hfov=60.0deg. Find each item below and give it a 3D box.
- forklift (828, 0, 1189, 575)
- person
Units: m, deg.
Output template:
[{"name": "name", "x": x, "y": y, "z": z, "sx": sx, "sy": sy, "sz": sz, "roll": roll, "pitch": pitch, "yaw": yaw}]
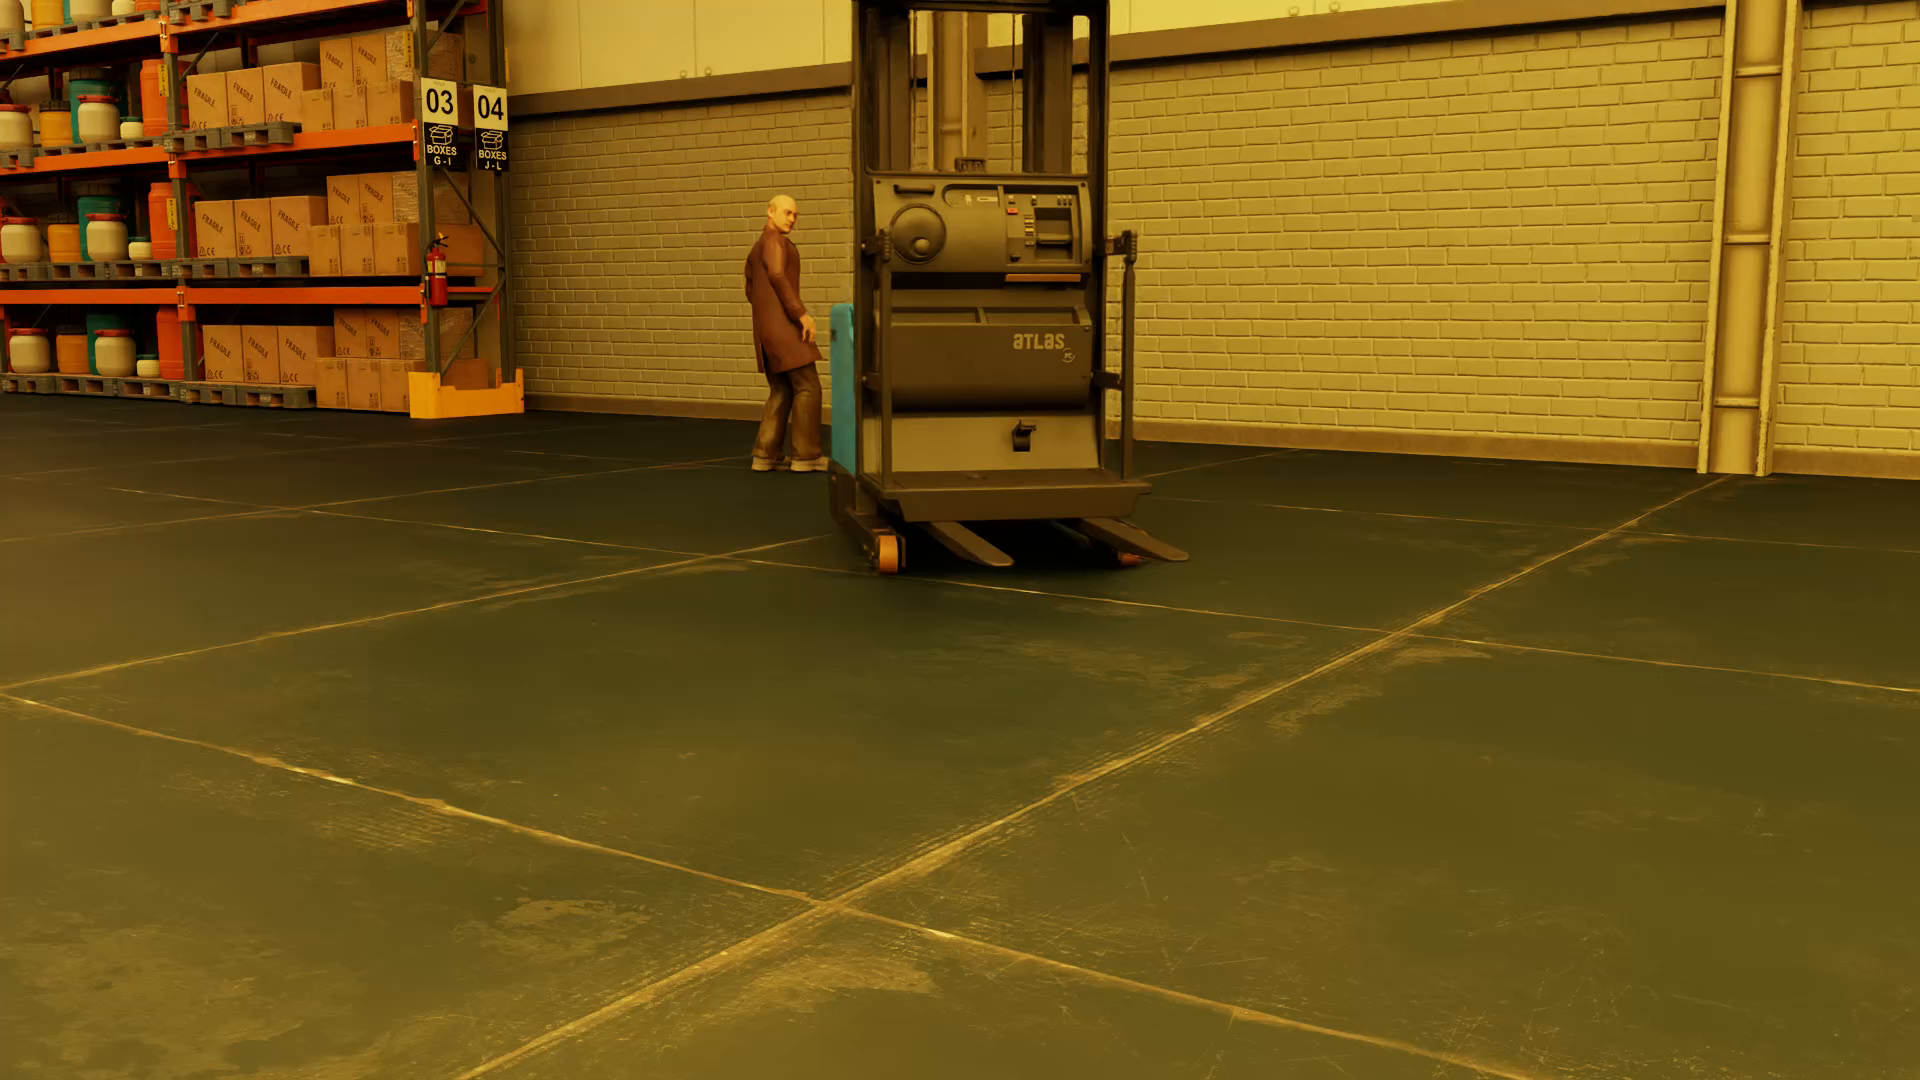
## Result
[{"name": "forklift", "x": 0.140, "y": -1.366, "z": 6.796, "sx": 1.130, "sy": 2.935, "sz": 3.031, "roll": -2, "pitch": 8, "yaw": -11}, {"name": "person", "x": -1.088, "y": -1.323, "z": 10.678, "sx": 0.558, "sy": 1.759, "sz": 0.799, "roll": -5, "pitch": 9, "yaw": -29}]
